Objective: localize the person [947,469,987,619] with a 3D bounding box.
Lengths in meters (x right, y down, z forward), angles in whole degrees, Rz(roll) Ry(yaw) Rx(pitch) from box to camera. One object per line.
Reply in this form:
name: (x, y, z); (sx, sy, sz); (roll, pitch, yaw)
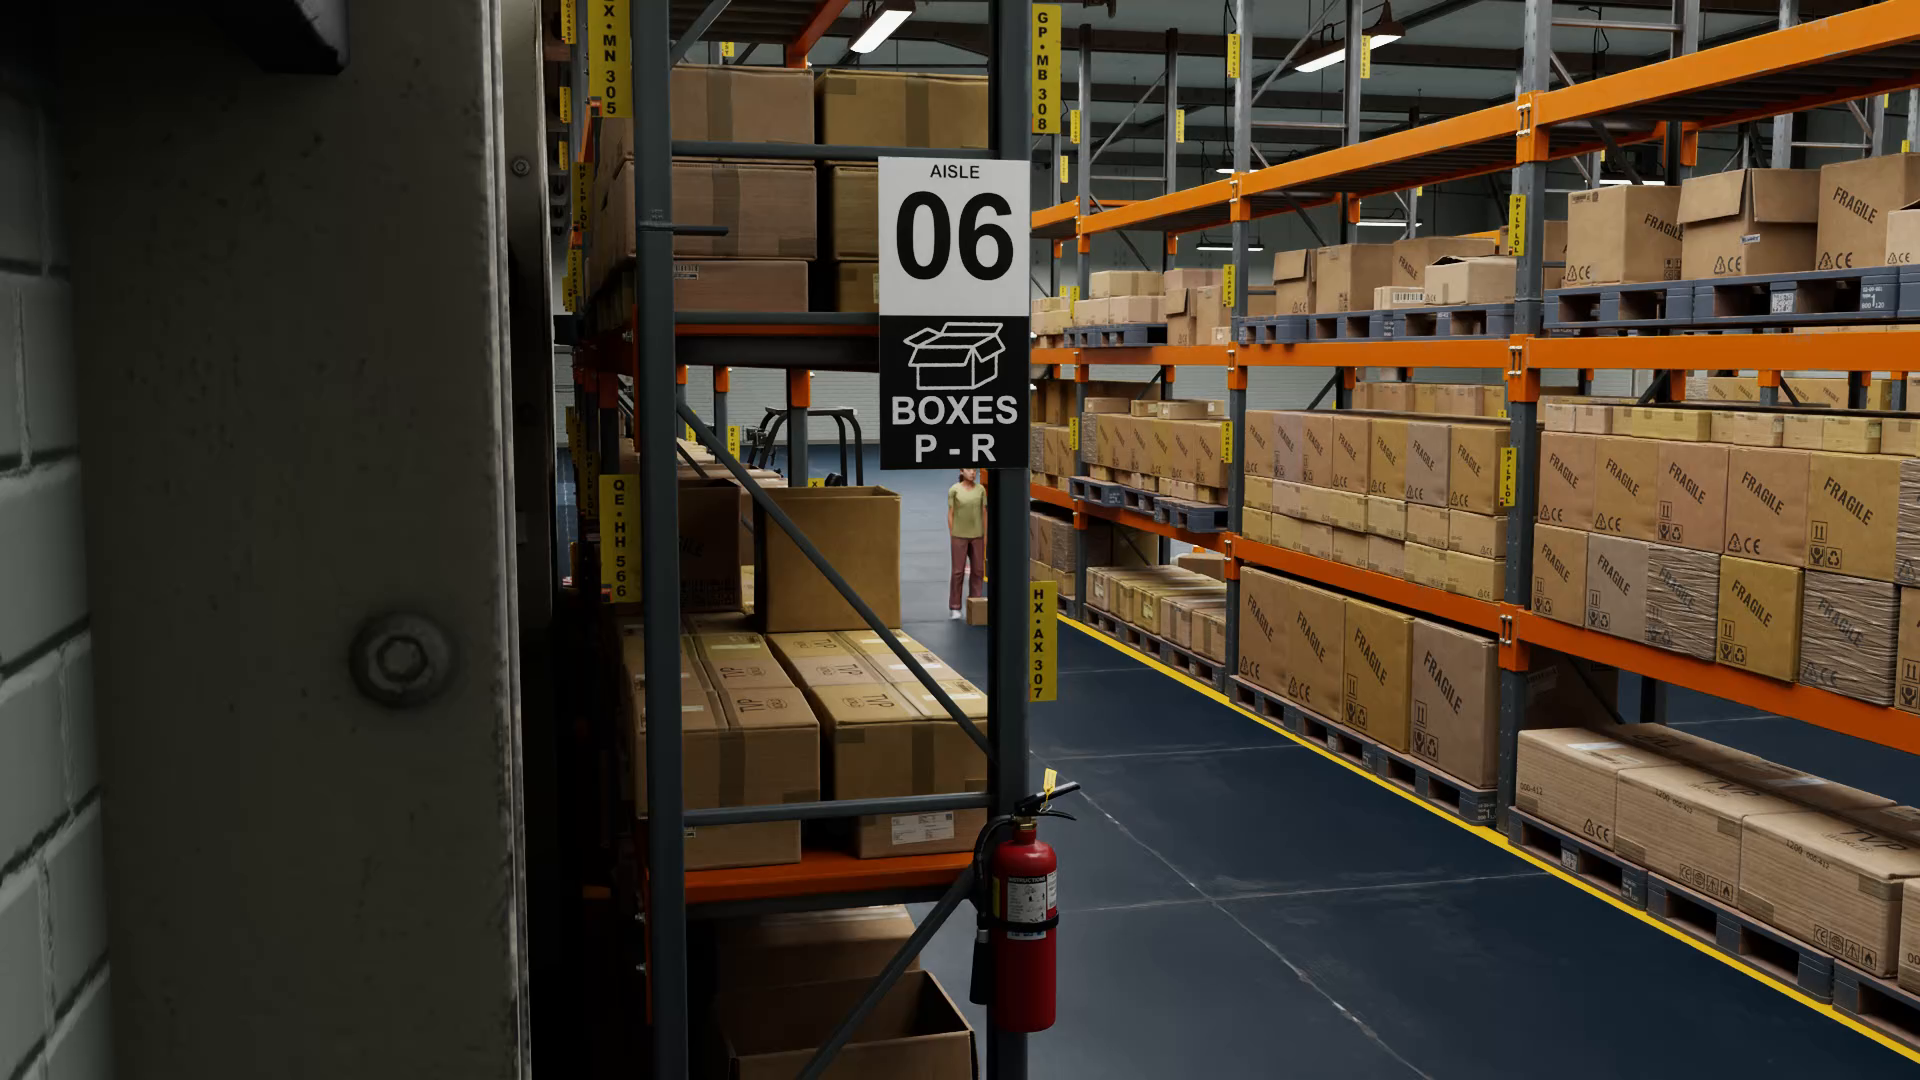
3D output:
person: (0.086, -0.022, 17.409); (0.438, 1.675, 0.353); (-2, 6, -15)
